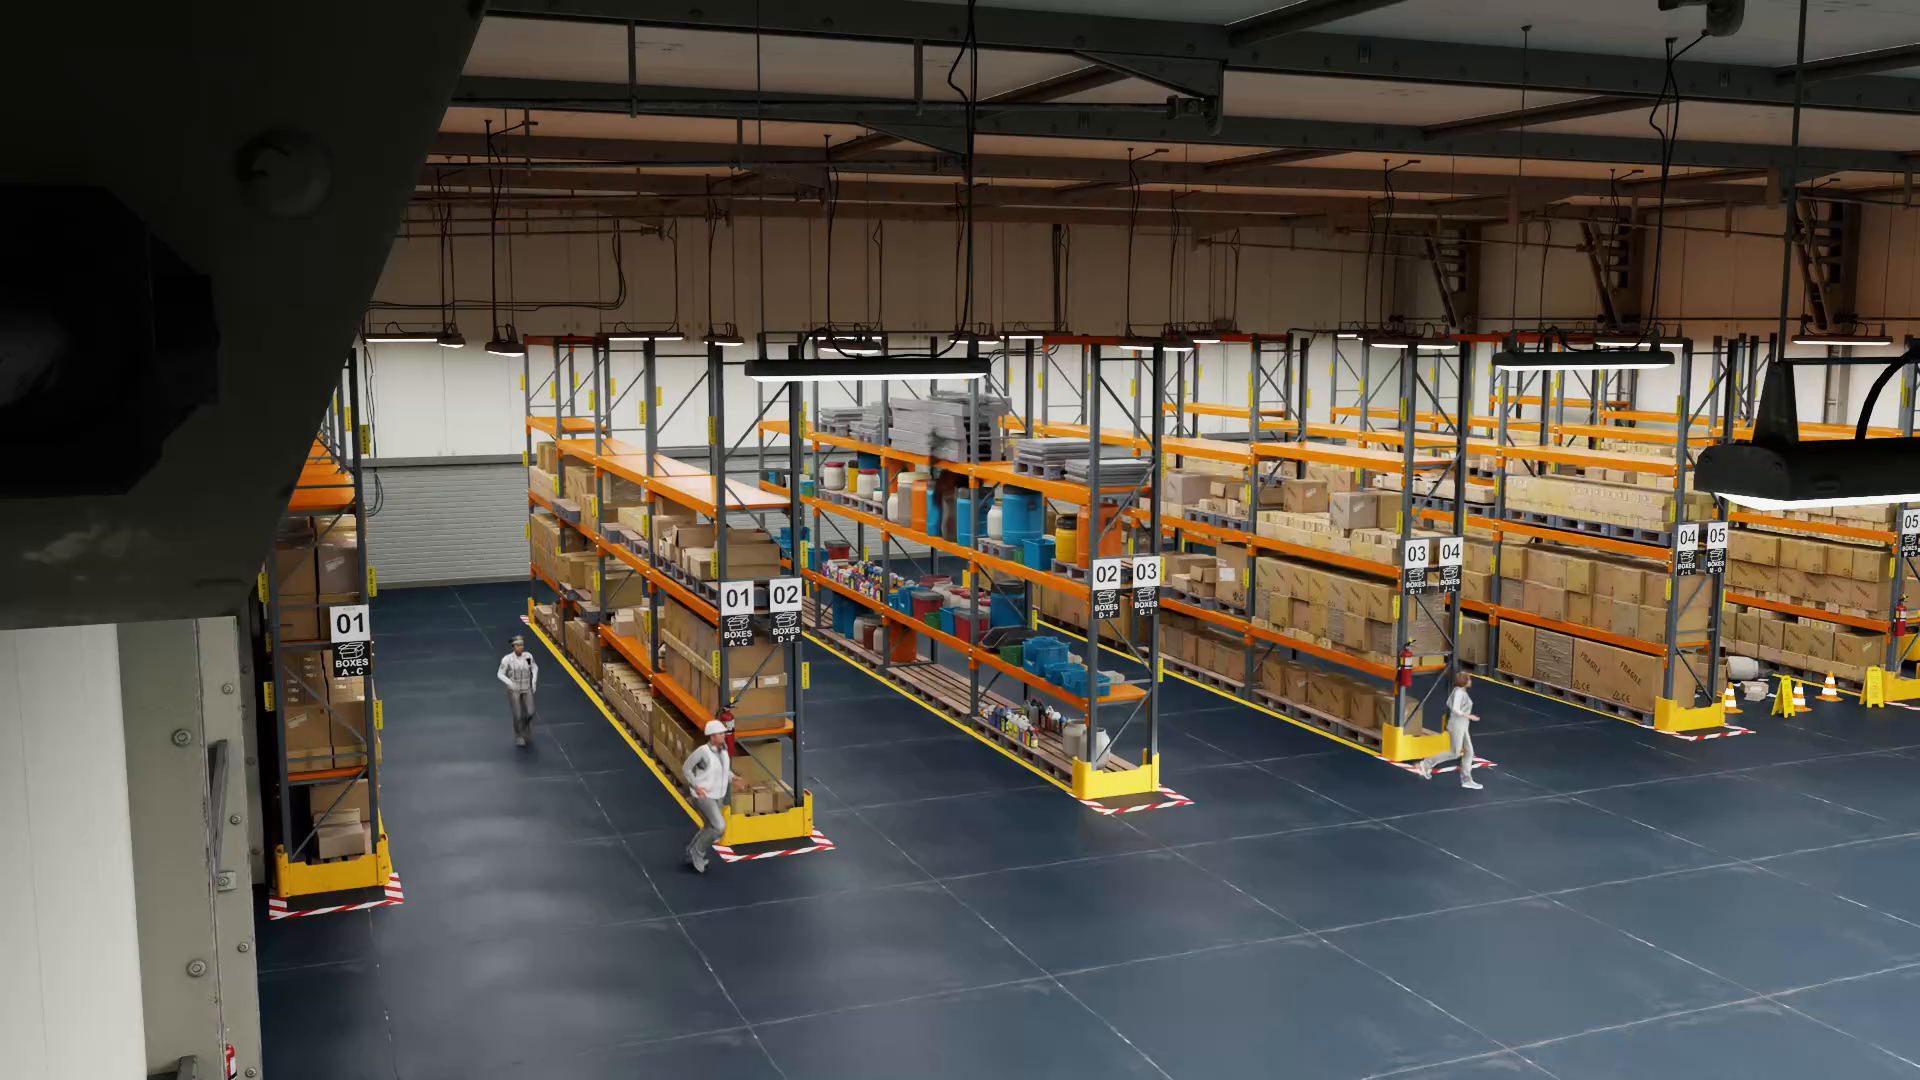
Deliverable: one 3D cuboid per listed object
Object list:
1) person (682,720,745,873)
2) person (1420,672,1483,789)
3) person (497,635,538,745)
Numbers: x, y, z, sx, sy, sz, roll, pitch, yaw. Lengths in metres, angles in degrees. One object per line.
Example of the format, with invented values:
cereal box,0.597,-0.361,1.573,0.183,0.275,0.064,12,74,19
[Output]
person,-2.860,2.933,19.174,0.733,1.726,0.649,4,8,27
person,6.739,2.607,22.598,0.781,1.476,0.555,3,8,22
person,-6.534,2.235,24.698,0.627,1.657,0.528,-4,9,-27
